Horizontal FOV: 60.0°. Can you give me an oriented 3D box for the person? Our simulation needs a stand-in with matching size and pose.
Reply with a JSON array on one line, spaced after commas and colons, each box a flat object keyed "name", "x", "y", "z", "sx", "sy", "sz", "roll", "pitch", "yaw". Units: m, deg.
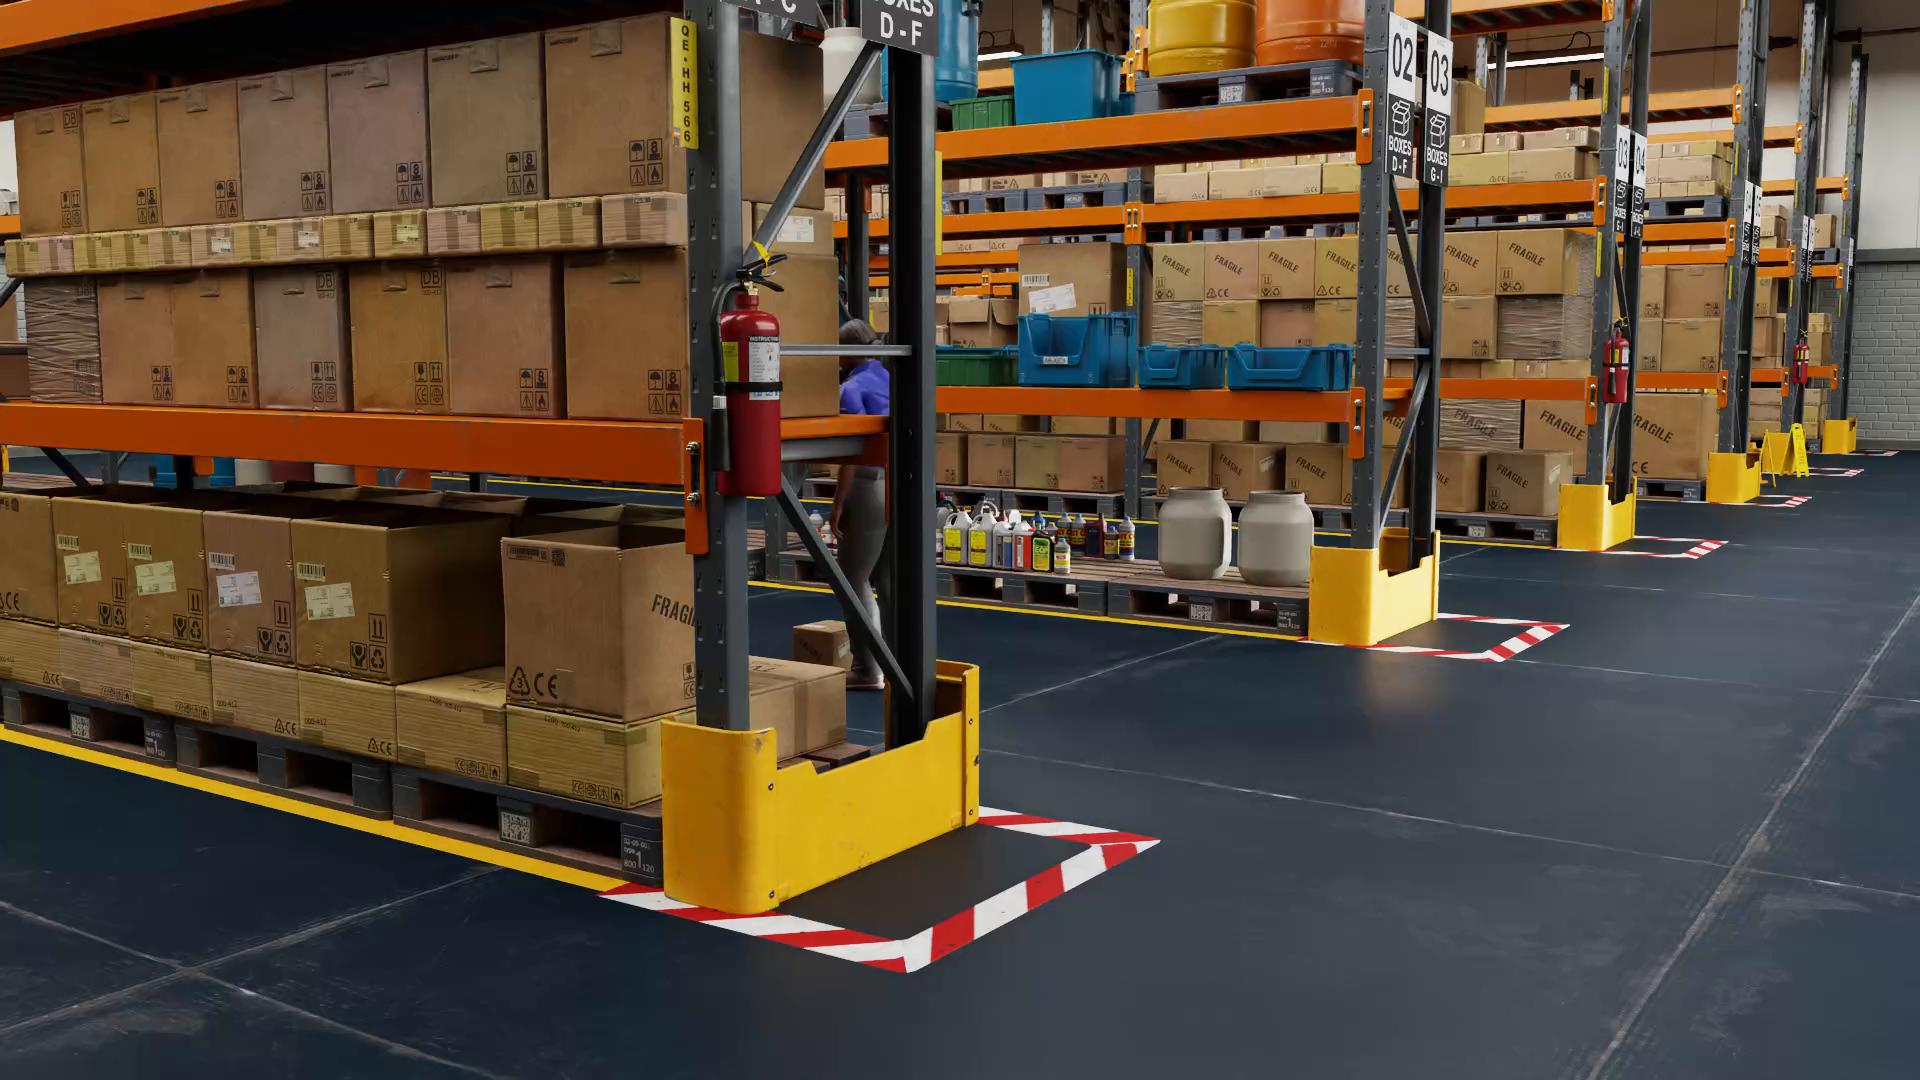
[{"name": "person", "x": -0.395, "y": -0.162, "z": 7.484, "sx": 0.346, "sy": 1.650, "sz": 0.506, "roll": 4, "pitch": 8, "yaw": 34}]
